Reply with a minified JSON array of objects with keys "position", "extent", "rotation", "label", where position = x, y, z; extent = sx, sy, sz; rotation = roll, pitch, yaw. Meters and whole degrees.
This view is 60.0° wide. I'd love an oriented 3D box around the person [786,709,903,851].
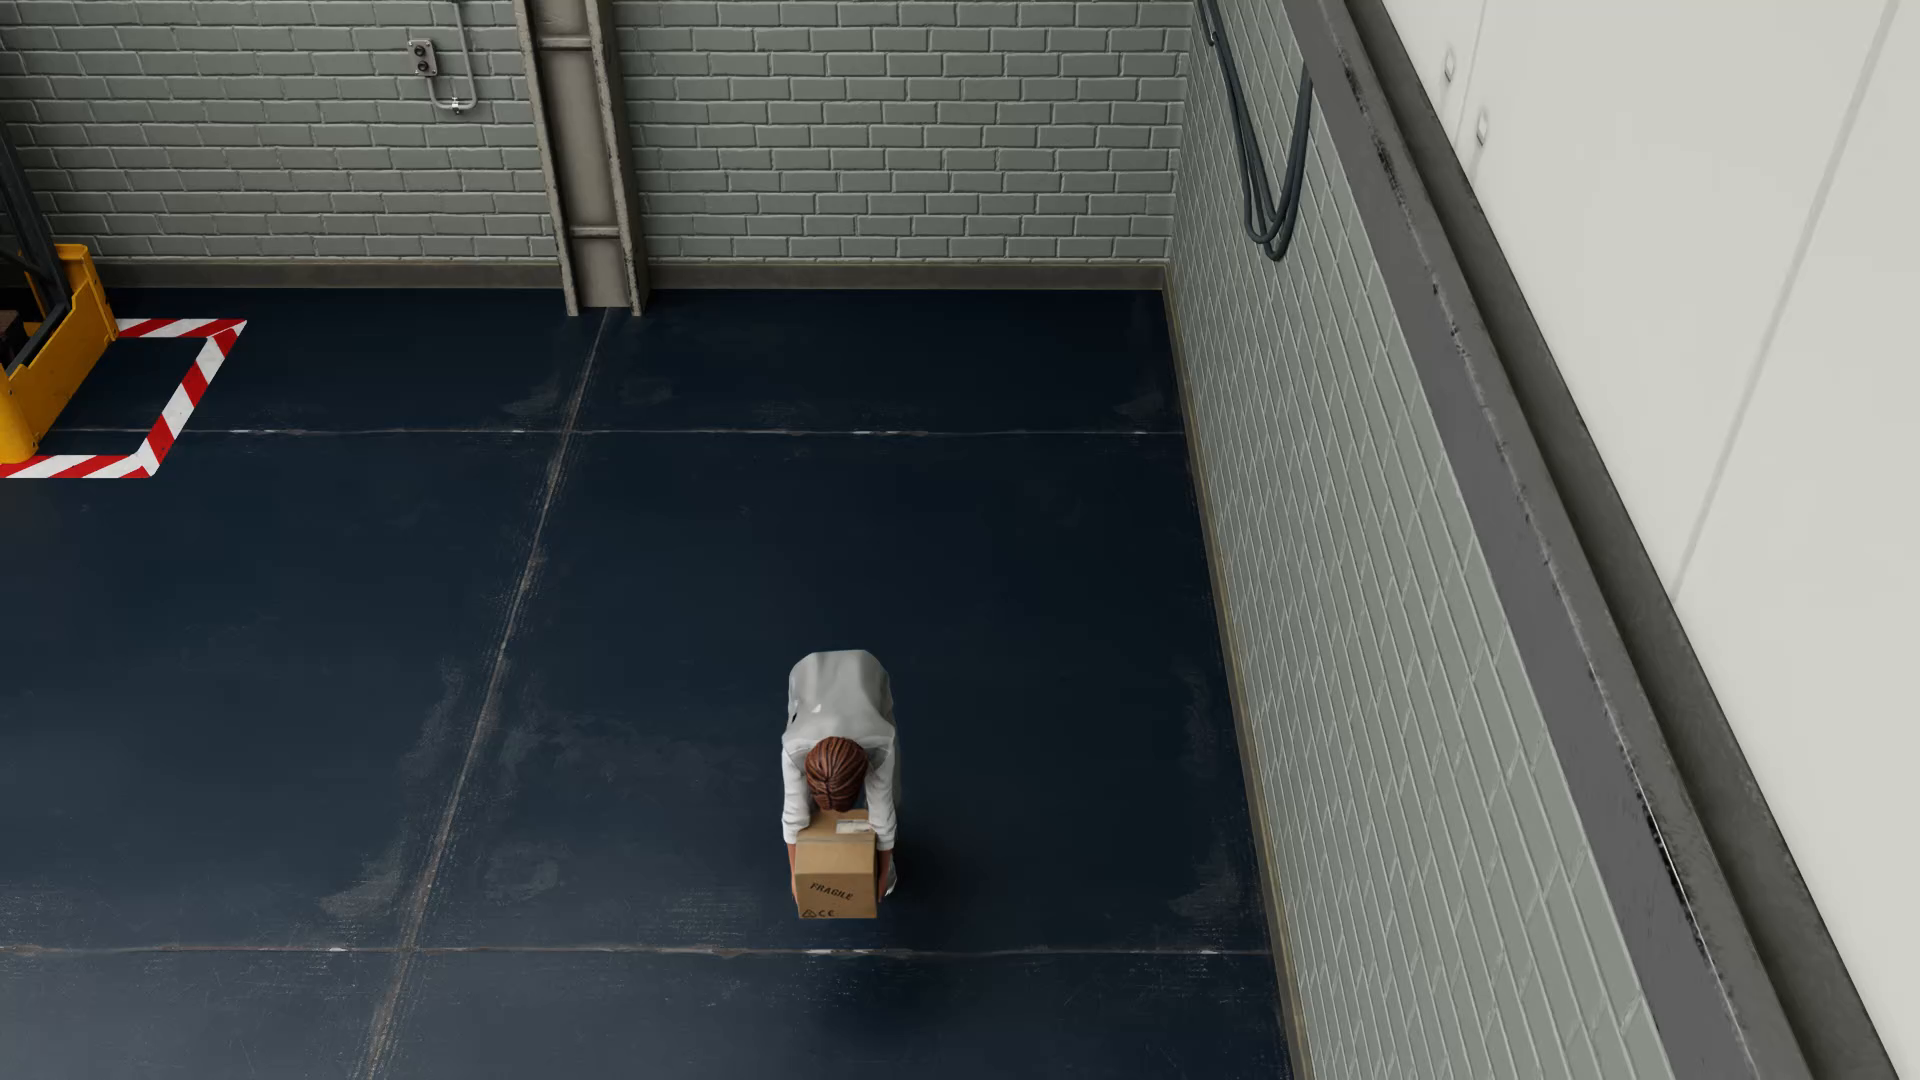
[{"position":[-0.397,0.808,5.720],"extent":[0.398,0.792,0.365],"rotation":[-1,40,-2],"label":"person"}]
